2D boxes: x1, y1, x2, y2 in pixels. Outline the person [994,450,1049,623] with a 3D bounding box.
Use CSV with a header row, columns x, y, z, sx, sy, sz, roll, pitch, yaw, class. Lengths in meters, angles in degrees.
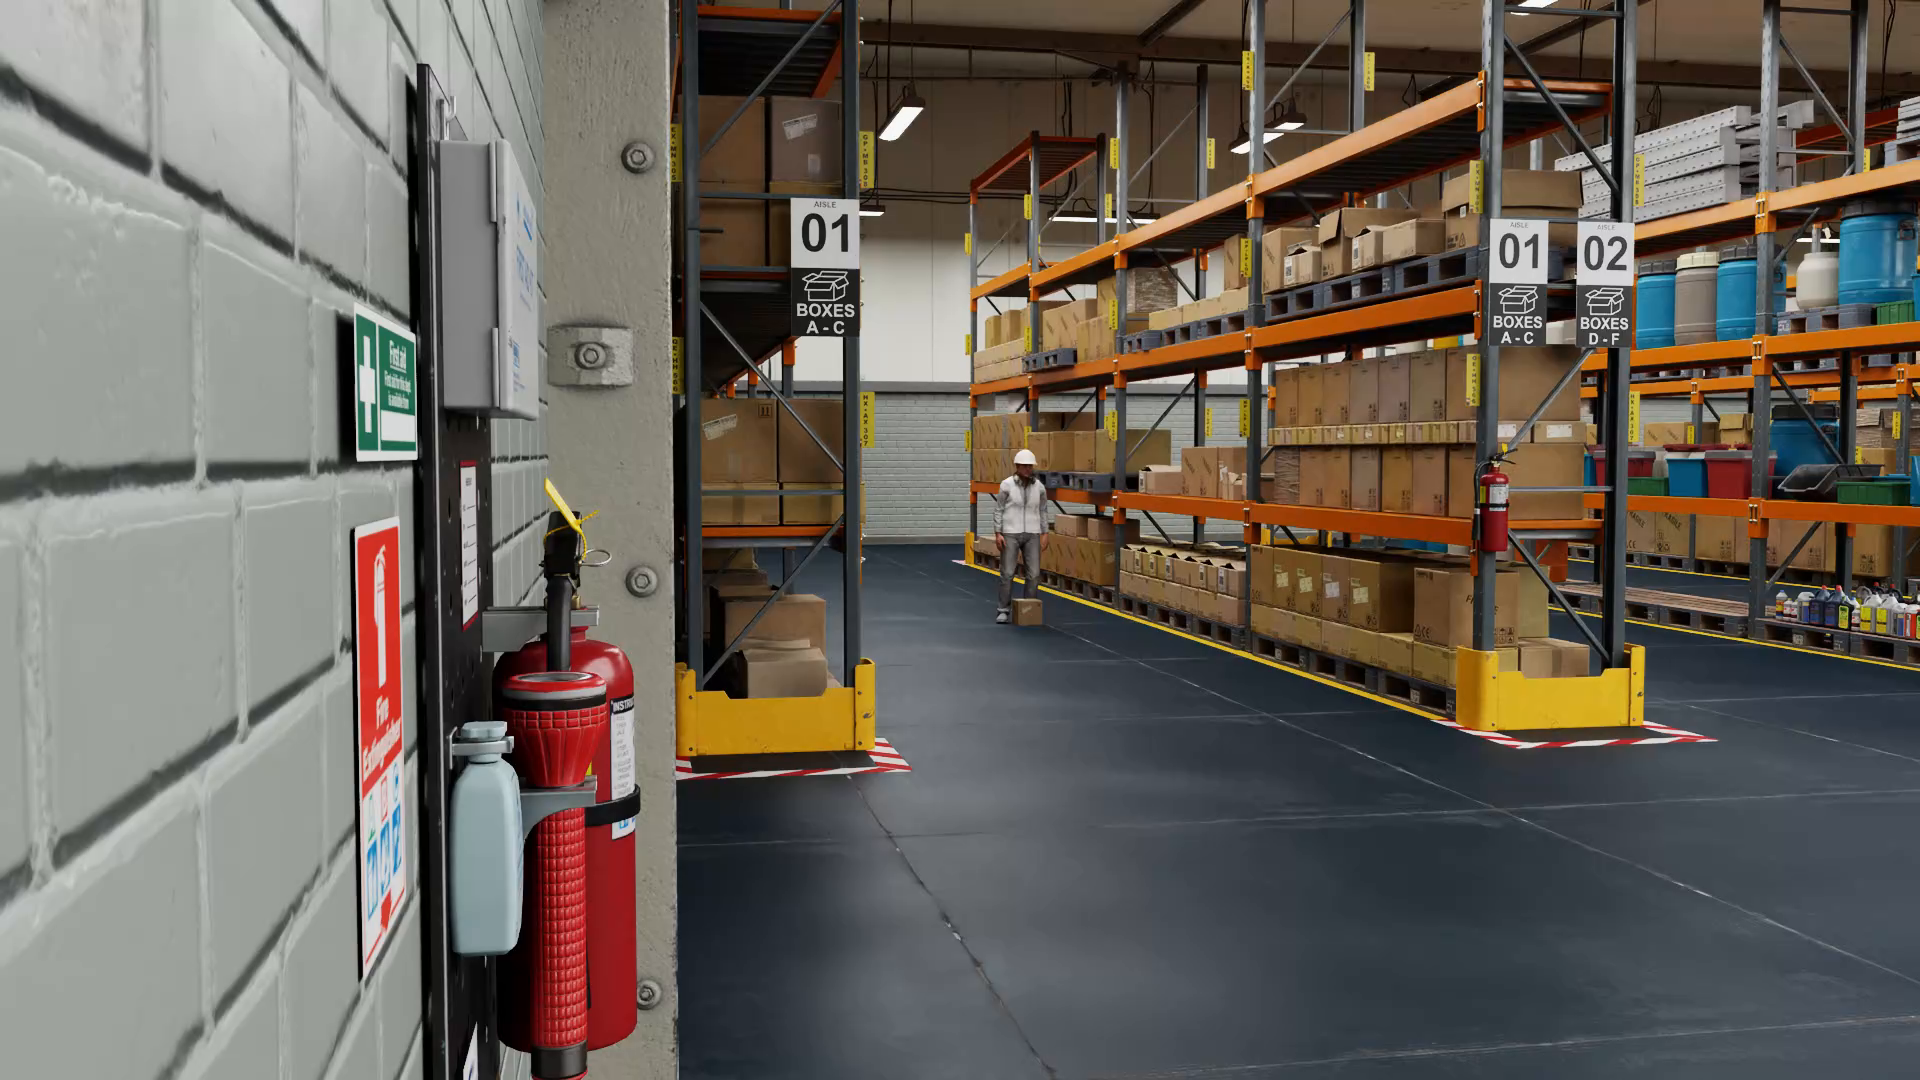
x,y,z,sx,sy,sz,roll,pitch,yaw,class
0.632,-0.041,17.110,0.594,1.773,0.458,-1,3,-15,person
